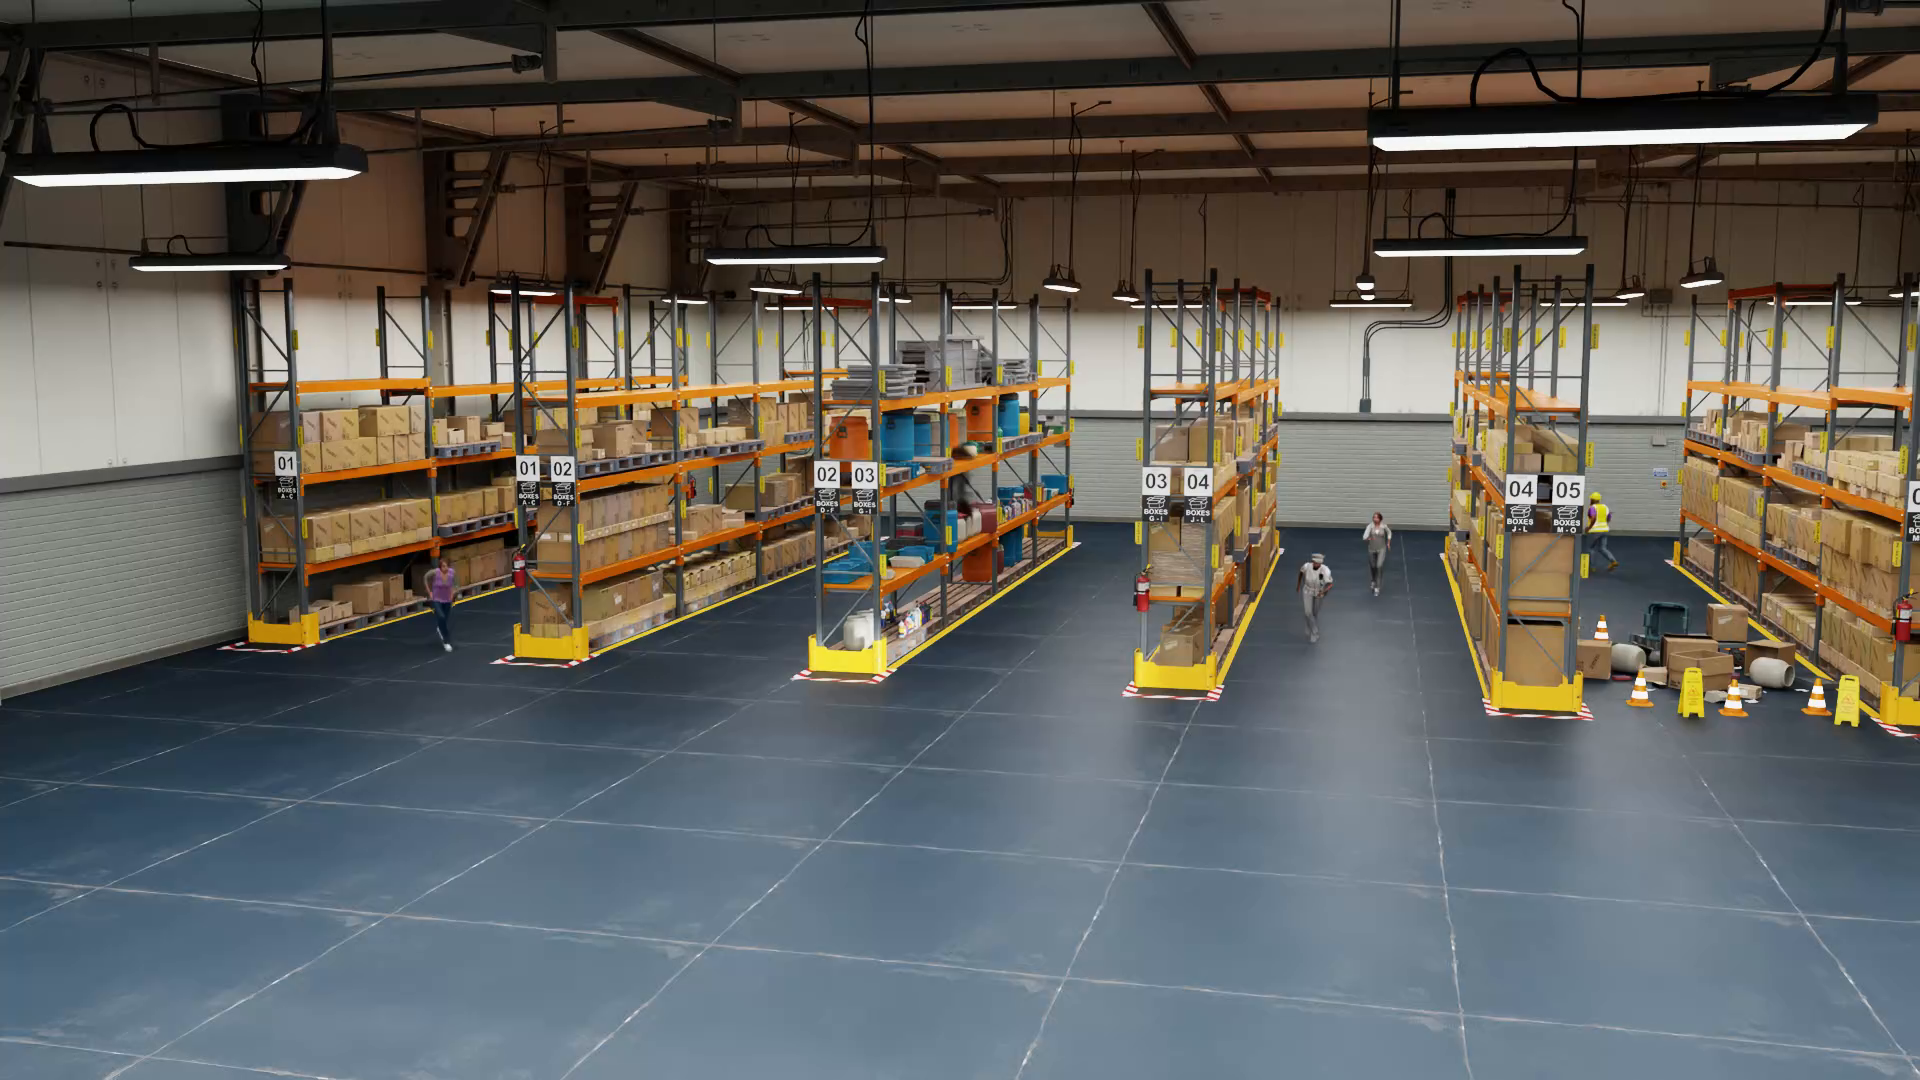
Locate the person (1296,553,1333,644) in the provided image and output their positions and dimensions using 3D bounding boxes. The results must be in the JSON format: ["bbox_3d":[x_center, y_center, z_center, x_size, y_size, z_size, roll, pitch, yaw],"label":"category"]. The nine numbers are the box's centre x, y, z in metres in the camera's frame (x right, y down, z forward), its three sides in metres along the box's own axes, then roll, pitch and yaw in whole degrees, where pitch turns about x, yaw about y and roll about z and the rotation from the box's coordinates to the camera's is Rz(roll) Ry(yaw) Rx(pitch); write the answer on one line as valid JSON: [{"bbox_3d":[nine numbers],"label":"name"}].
[{"bbox_3d":[5.919,0.924,27.791,0.584,1.500,1.008,1,7,9],"label":"person"}]

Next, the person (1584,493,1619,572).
[{"bbox_3d":[13.844,-0.147,35.874,0.697,1.725,0.881,-3,7,-23],"label":"person"}]

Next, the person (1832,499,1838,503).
[{"bbox_3d":[18.358,-0.016,34.760,0.705,1.734,0.878,-2,7,-16],"label":"person"}]

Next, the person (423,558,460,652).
[{"bbox_3d":[-8.461,1.034,27.135,0.576,1.518,0.916,-3,7,-23],"label":"person"}]

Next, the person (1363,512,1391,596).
[{"bbox_3d":[8.259,0.244,32.956,0.531,1.626,0.824,2,7,18],"label":"person"}]
